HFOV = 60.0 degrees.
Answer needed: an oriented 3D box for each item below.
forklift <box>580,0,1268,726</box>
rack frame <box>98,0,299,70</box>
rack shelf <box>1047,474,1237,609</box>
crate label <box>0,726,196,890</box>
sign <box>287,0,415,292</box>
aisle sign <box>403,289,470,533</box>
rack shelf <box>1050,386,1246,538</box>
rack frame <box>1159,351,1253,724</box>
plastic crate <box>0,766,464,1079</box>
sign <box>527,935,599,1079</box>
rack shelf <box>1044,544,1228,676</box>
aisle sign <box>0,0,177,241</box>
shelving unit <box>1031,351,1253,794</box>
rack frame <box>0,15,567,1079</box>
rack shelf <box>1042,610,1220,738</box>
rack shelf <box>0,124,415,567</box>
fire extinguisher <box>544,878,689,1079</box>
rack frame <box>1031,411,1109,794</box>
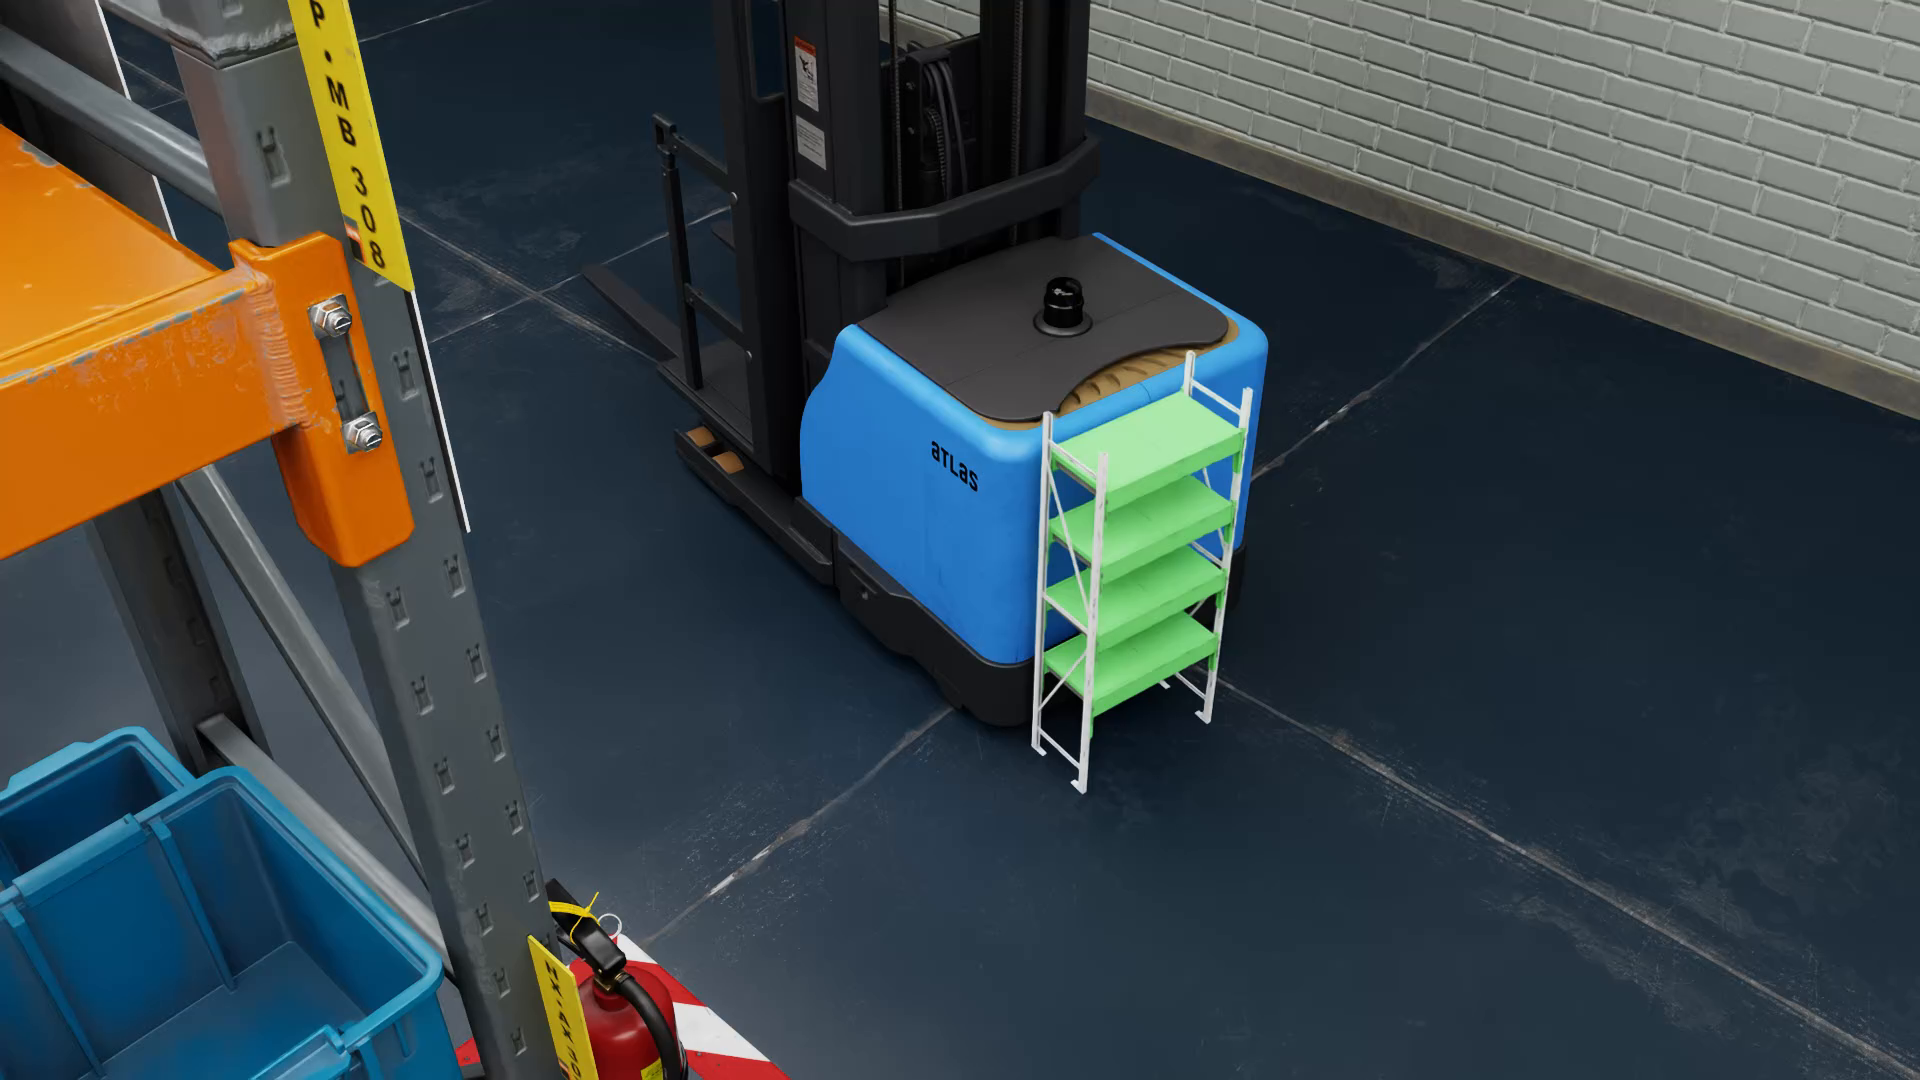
[{"bbox_3d":[-0.376,-1.459,5.230,1.130,2.935,3.031,-25,45,-28],"label":"forklift"},{"bbox_3d":[-0.970,-1.821,0.809,1.000,3.000,0.127,30,47,32],"label":"rack frame"},{"bbox_3d":[0.487,-0.024,4.532,0.480,0.148,0.258,-24,44,-27],"label":"rack shelf"},{"bbox_3d":[-1.379,0.545,2.741,0.416,0.233,0.303,30,47,32],"label":"crate label"},{"bbox_3d":[-0.553,-0.382,1.494,0.100,0.325,0.005,30,47,32],"label":"sign"},{"bbox_3d":[-0.705,-0.400,1.754,0.394,0.787,0.004,30,47,32],"label":"aisle sign"},{"bbox_3d":[0.486,-0.212,4.383,0.480,0.148,0.258,-24,44,-27],"label":"rack shelf"},{"bbox_3d":[0.684,0.025,4.754,0.015,1.200,0.240,-24,44,-27],"label":"rack frame"},{"bbox_3d":[-1.058,0.722,2.355,0.616,0.435,0.499,30,47,32],"label":"plastic crate"},{"bbox_3d":[-0.553,0.687,2.345,0.100,0.325,0.005,30,47,32],"label":"sign"},{"bbox_3d":[0.487,0.164,4.681,0.480,0.148,0.258,-24,44,-27],"label":"rack shelf"},{"bbox_3d":[-1.140,-0.648,2.066,0.394,0.787,0.004,30,47,32],"label":"aisle sign"},{"bbox_3d":[0.487,0.114,4.642,0.503,1.200,0.258,-24,44,-27],"label":"shelving unit"},{"bbox_3d":[-0.970,0.528,2.676,1.000,3.000,0.127,30,47,32],"label":"rack frame"},{"bbox_3d":[0.487,0.353,4.830,0.480,0.148,0.258,-24,44,-27],"label":"rack shelf"},{"bbox_3d":[-2.319,0.554,0.811,1.077,0.370,4.000,30,47,32],"label":"rack shelf"},{"bbox_3d":[-0.533,0.825,2.664,0.296,0.674,0.183,30,47,32],"label":"fire extinguisher"},{"bbox_3d":[0.290,0.204,4.529,0.015,1.200,0.240,-24,44,-27],"label":"rack frame"}]
